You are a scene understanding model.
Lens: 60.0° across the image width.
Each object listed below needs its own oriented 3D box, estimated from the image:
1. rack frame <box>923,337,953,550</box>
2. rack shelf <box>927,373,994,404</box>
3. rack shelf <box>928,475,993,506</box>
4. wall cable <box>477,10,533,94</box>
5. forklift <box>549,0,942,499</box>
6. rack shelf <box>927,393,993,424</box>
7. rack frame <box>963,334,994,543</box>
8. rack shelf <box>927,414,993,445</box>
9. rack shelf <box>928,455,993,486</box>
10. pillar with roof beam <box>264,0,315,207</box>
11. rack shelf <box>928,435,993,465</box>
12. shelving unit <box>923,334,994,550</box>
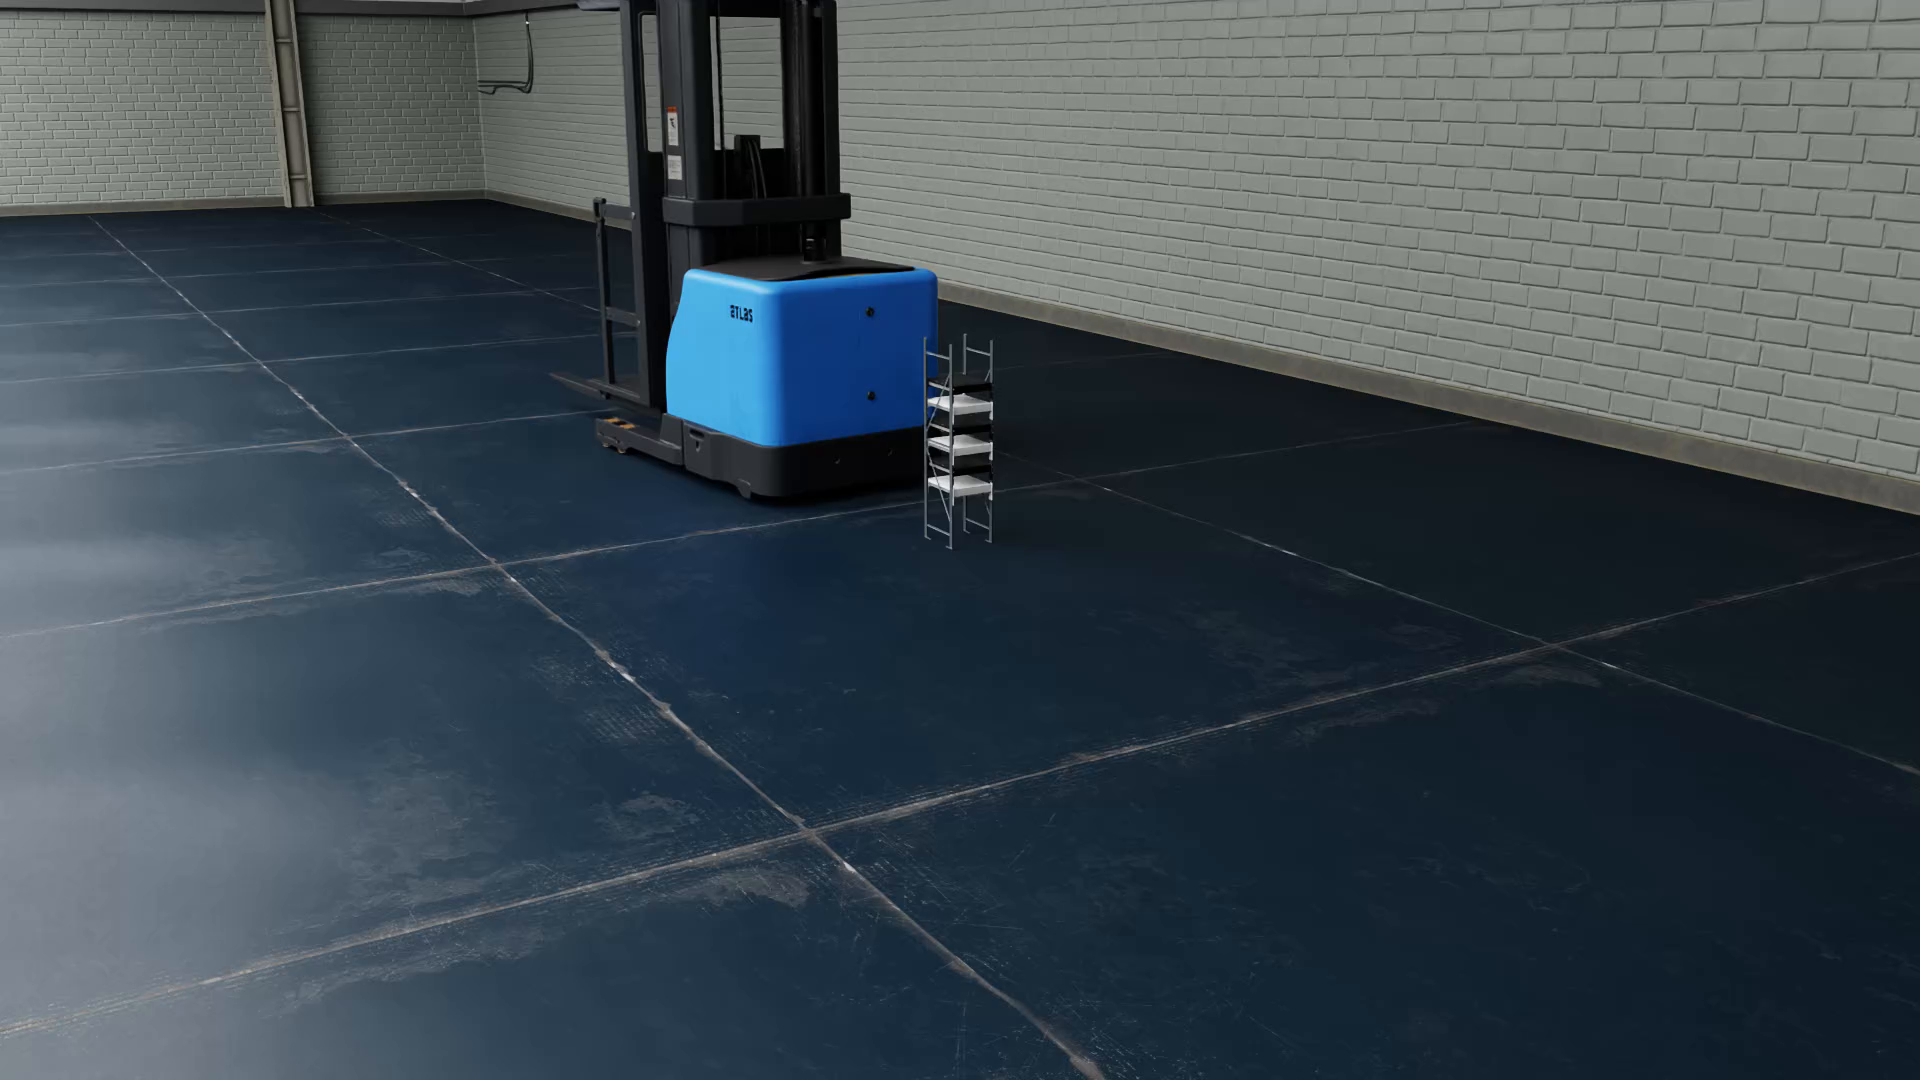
[{"bbox_3d":[-0.094,-0.418,7.234,0.006,0.900,0.240,-9,18,-30],"label":"rack frame"},{"bbox_3d":[-0.007,-0.660,7.220,0.200,0.077,0.258,-9,18,-30],"label":"rack shelf"},{"bbox_3d":[-0.007,-0.227,7.342,0.200,0.077,0.258,-9,18,-30],"label":"rack shelf"},{"bbox_3d":[-7.165,-8.185,25.690,0.112,2.526,3.097,-9,18,-30],"label":"wall cable"},{"bbox_3d":[-1.370,-1.948,8.928,1.130,2.935,3.031,-11,19,-35],"label":"forklift"},{"bbox_3d":[-0.007,-0.573,7.245,0.200,0.077,0.258,-9,18,-30],"label":"rack shelf"},{"bbox_3d":[0.080,-0.446,7.335,0.006,0.900,0.240,-9,18,-30],"label":"rack frame"},{"bbox_3d":[-0.007,-0.487,7.269,0.200,0.077,0.258,-9,18,-30],"label":"rack shelf"},{"bbox_3d":[-0.007,-0.313,7.318,0.200,0.077,0.258,-9,18,-30],"label":"rack shelf"},{"bbox_3d":[-8.154,-8.581,21.348,0.400,9.000,9.100,-9,18,-30],"label":"pillar with roof beam"},{"bbox_3d":[-0.007,-0.400,7.293,0.200,0.077,0.258,-9,18,-30],"label":"rack shelf"},{"bbox_3d":[-0.007,-0.432,7.284,0.210,0.900,0.258,-9,18,-30],"label":"shelving unit"}]
